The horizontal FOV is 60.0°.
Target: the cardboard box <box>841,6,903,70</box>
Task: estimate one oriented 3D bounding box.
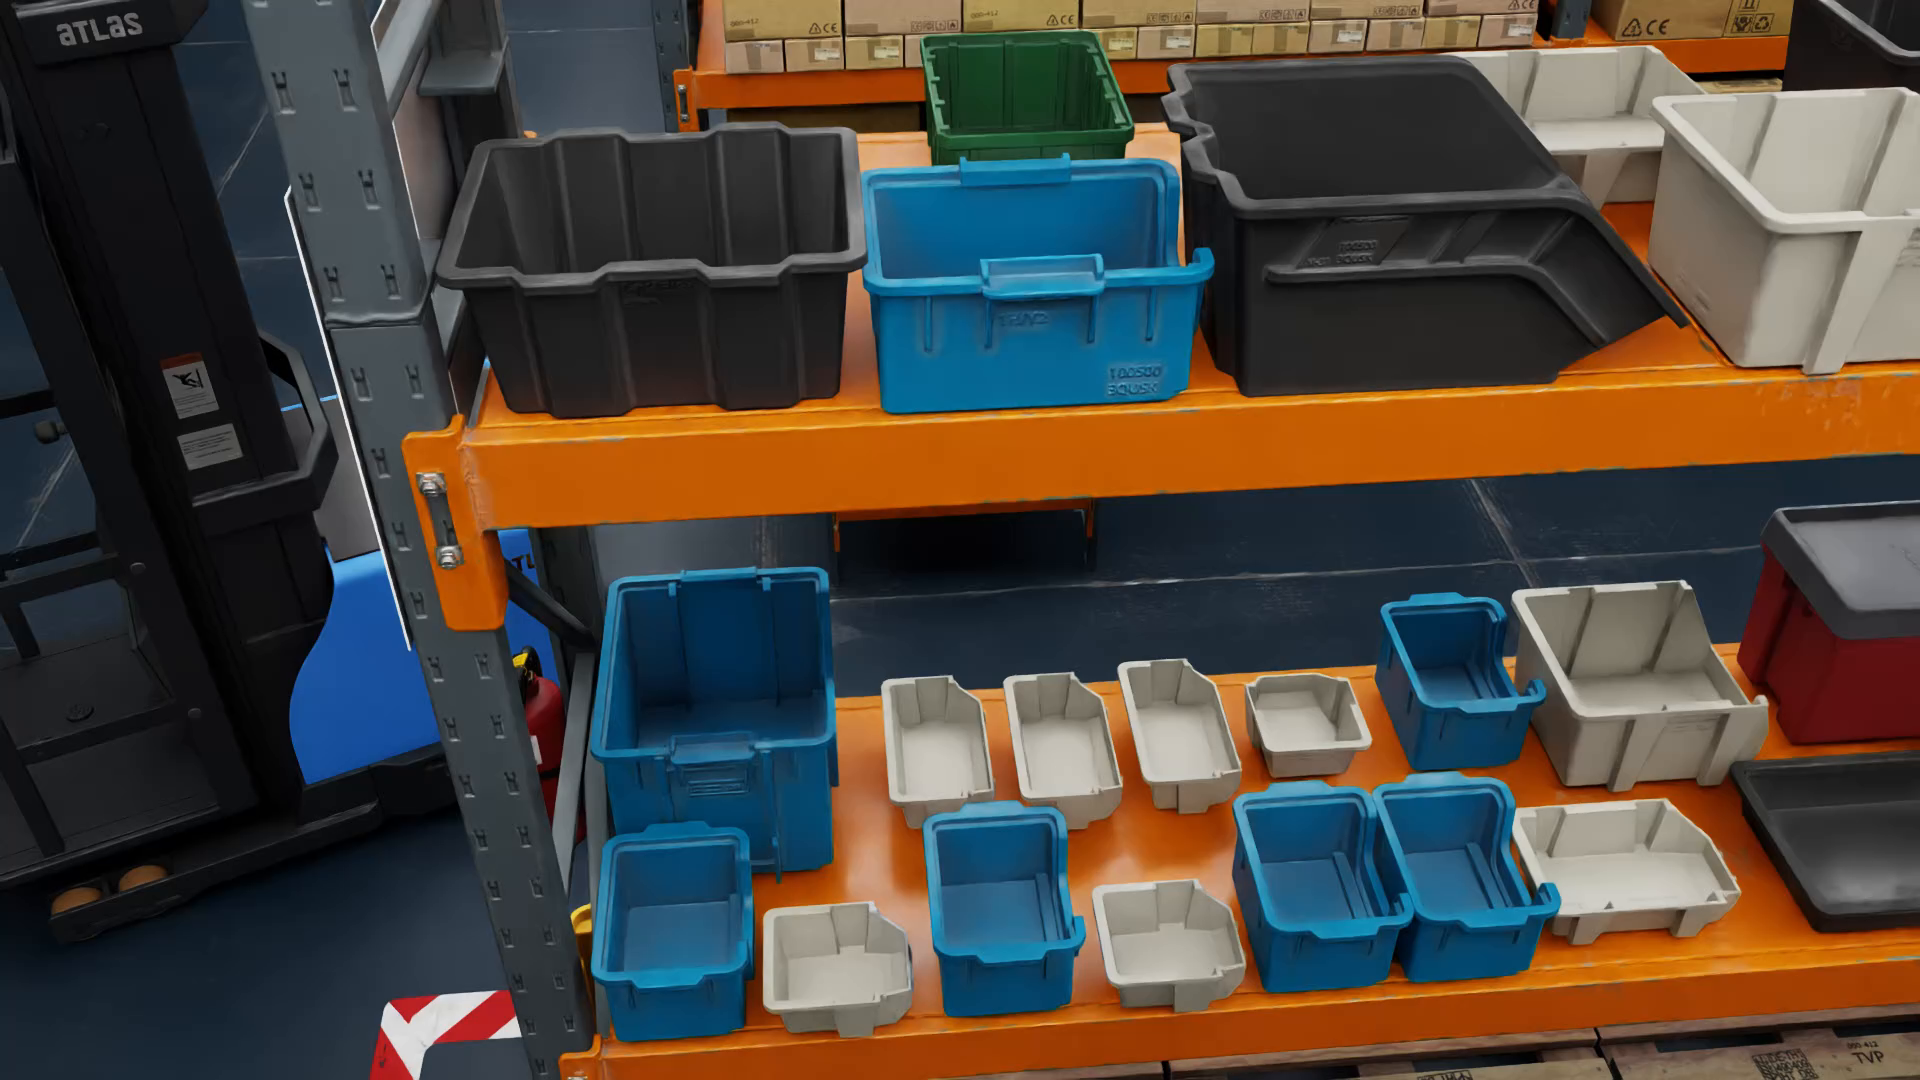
[{"bbox_3d":[-0.392,-2.224,7.350,0.250,0.149,0.380,-4,38,-5],"label":"cardboard box"}]

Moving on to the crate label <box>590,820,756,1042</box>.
[{"bbox_3d":[-0.572,0.810,3.389,0.303,0.233,0.416,-3,38,-4],"label":"crate label"}]

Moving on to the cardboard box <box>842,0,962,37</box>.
[{"bbox_3d":[-0.266,-2.428,7.287,0.500,0.250,0.500,-4,38,-5],"label":"cardboard box"}]

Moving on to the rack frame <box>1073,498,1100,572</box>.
[{"bbox_3d":[0.500,-0.469,6.436,0.032,1.125,0.500,-3,38,-4],"label":"rack frame"}]

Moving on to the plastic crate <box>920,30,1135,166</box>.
[{"bbox_3d":[0.110,-0.747,3.024,0.336,0.188,0.450,-3,38,-4],"label":"plastic crate"}]

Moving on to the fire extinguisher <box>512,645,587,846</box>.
[{"bbox_3d":[-1.037,0.483,4.080,0.183,0.674,0.296,-3,38,-4],"label":"fire extinguisher"}]

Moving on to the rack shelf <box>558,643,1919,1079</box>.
[{"bbox_3d":[1.145,0.751,3.958,4.000,0.370,1.077,-3,38,-4],"label":"rack shelf"}]

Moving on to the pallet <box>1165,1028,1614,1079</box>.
[{"bbox_3d":[1.190,1.586,4.569,1.213,0.211,1.003,-3,38,-4],"label":"pallet"}]

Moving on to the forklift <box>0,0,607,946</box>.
[{"bbox_3d":[-2.706,-0.282,4.741,3.031,2.935,1.130,-18,42,-21],"label":"forklift"}]

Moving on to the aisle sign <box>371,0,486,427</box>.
[{"bbox_3d":[-0.944,-0.619,3.015,0.004,0.787,0.394,-3,38,-4],"label":"aisle sign"}]

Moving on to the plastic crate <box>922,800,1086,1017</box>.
[{"bbox_3d":[0.084,0.774,3.435,0.300,0.233,0.416,-3,38,-4],"label":"plastic crate"}]

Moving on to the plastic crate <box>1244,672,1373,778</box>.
[{"bbox_3d":[0.808,0.437,3.940,0.250,0.136,0.298,-3,38,-4],"label":"plastic crate"}]

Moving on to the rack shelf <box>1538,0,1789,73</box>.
[{"bbox_3d":[4.691,-2.525,8.109,4.000,0.370,1.077,-3,38,-4],"label":"rack shelf"}]

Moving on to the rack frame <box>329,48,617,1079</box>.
[{"bbox_3d":[-0.847,0.578,3.596,0.127,3.000,1.000,-3,38,-4],"label":"rack frame"}]

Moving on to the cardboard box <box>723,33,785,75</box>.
[{"bbox_3d":[-0.903,-2.195,7.313,0.250,0.149,0.380,-3,38,-3],"label":"cardboard box"}]

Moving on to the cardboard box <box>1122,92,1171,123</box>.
[{"bbox_3d":[1.138,-1.992,8.229,0.875,0.875,0.875,-3,38,-4],"label":"cardboard box"}]

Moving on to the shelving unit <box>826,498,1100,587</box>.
[{"bbox_3d":[-0.007,-0.441,6.401,1.048,1.125,0.538,-3,38,-4],"label":"shelving unit"}]

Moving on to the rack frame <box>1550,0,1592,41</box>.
[{"bbox_3d":[2.699,-2.697,7.747,0.127,3.000,1.000,-3,38,-4],"label":"rack frame"}]

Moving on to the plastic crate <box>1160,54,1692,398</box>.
[{"bbox_3d":[0.699,-0.489,2.577,0.767,0.338,0.504,-3,38,-4],"label":"plastic crate"}]

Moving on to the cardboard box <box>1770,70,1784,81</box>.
[{"bbox_3d":[4.224,-2.125,8.398,0.875,0.875,1.225,-4,38,-6],"label":"cardboard box"}]

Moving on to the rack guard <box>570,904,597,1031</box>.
[{"bbox_3d":[-0.870,1.569,4.358,0.348,0.500,1.175,-3,38,-4],"label":"rack guard"}]

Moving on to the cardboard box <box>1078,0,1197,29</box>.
[{"bbox_3d":[0.754,-2.485,7.359,0.500,0.250,0.500,-4,38,-5],"label":"cardboard box"}]

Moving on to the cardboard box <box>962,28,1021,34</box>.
[{"bbox_3d":[0.121,-2.253,7.386,0.250,0.149,0.380,-4,38,-5],"label":"cardboard box"}]

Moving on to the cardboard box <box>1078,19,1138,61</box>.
[{"bbox_3d":[0.629,-2.280,7.421,0.250,0.149,0.380,-4,38,-5],"label":"cardboard box"}]

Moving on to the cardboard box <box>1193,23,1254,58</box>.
[{"bbox_3d":[1.144,-2.309,7.458,0.250,0.149,0.380,-4,38,-5],"label":"cardboard box"}]

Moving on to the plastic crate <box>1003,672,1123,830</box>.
[{"bbox_3d":[0.239,0.495,3.866,0.243,0.136,0.396,-3,38,-4],"label":"plastic crate"}]

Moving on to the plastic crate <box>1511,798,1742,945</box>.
[{"bbox_3d":[1.430,0.720,3.581,0.466,0.136,0.293,-3,38,-4],"label":"plastic crate"}]

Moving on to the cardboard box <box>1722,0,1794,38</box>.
[{"bbox_3d":[3.680,-2.636,7.588,0.500,0.500,0.500,-3,38,-4],"label":"cardboard box"}]

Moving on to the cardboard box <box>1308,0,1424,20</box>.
[{"bbox_3d":[1.767,-2.539,7.427,0.500,0.250,0.500,-2,38,-3],"label":"cardboard box"}]

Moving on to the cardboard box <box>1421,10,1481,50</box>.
[{"bbox_3d":[2.167,-2.366,7.529,0.250,0.149,0.380,-2,38,-3],"label":"cardboard box"}]

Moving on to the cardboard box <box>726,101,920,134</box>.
[{"bbox_3d":[-0.655,-1.893,8.104,0.875,0.875,0.875,-3,38,-4],"label":"cardboard box"}]

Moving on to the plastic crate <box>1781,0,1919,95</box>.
[{"bbox_3d":[1.876,-0.869,3.113,0.590,0.269,0.497,-3,38,-4],"label":"plastic crate"}]

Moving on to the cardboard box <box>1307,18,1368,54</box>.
[{"bbox_3d":[1.656,-2.338,7.494,0.250,0.149,0.380,-2,38,-3],"label":"cardboard box"}]

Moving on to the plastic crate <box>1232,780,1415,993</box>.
[{"bbox_3d":[0.740,0.738,3.480,0.300,0.233,0.416,-3,38,-4],"label":"plastic crate"}]

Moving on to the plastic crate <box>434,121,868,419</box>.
[{"bbox_3d":[-0.439,-0.397,2.516,0.590,0.269,0.497,-3,38,-4],"label":"plastic crate"}]

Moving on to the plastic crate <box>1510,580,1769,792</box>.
[{"bbox_3d":[1.600,0.352,3.930,0.530,0.282,0.437,-3,38,-4],"label":"plastic crate"}]
